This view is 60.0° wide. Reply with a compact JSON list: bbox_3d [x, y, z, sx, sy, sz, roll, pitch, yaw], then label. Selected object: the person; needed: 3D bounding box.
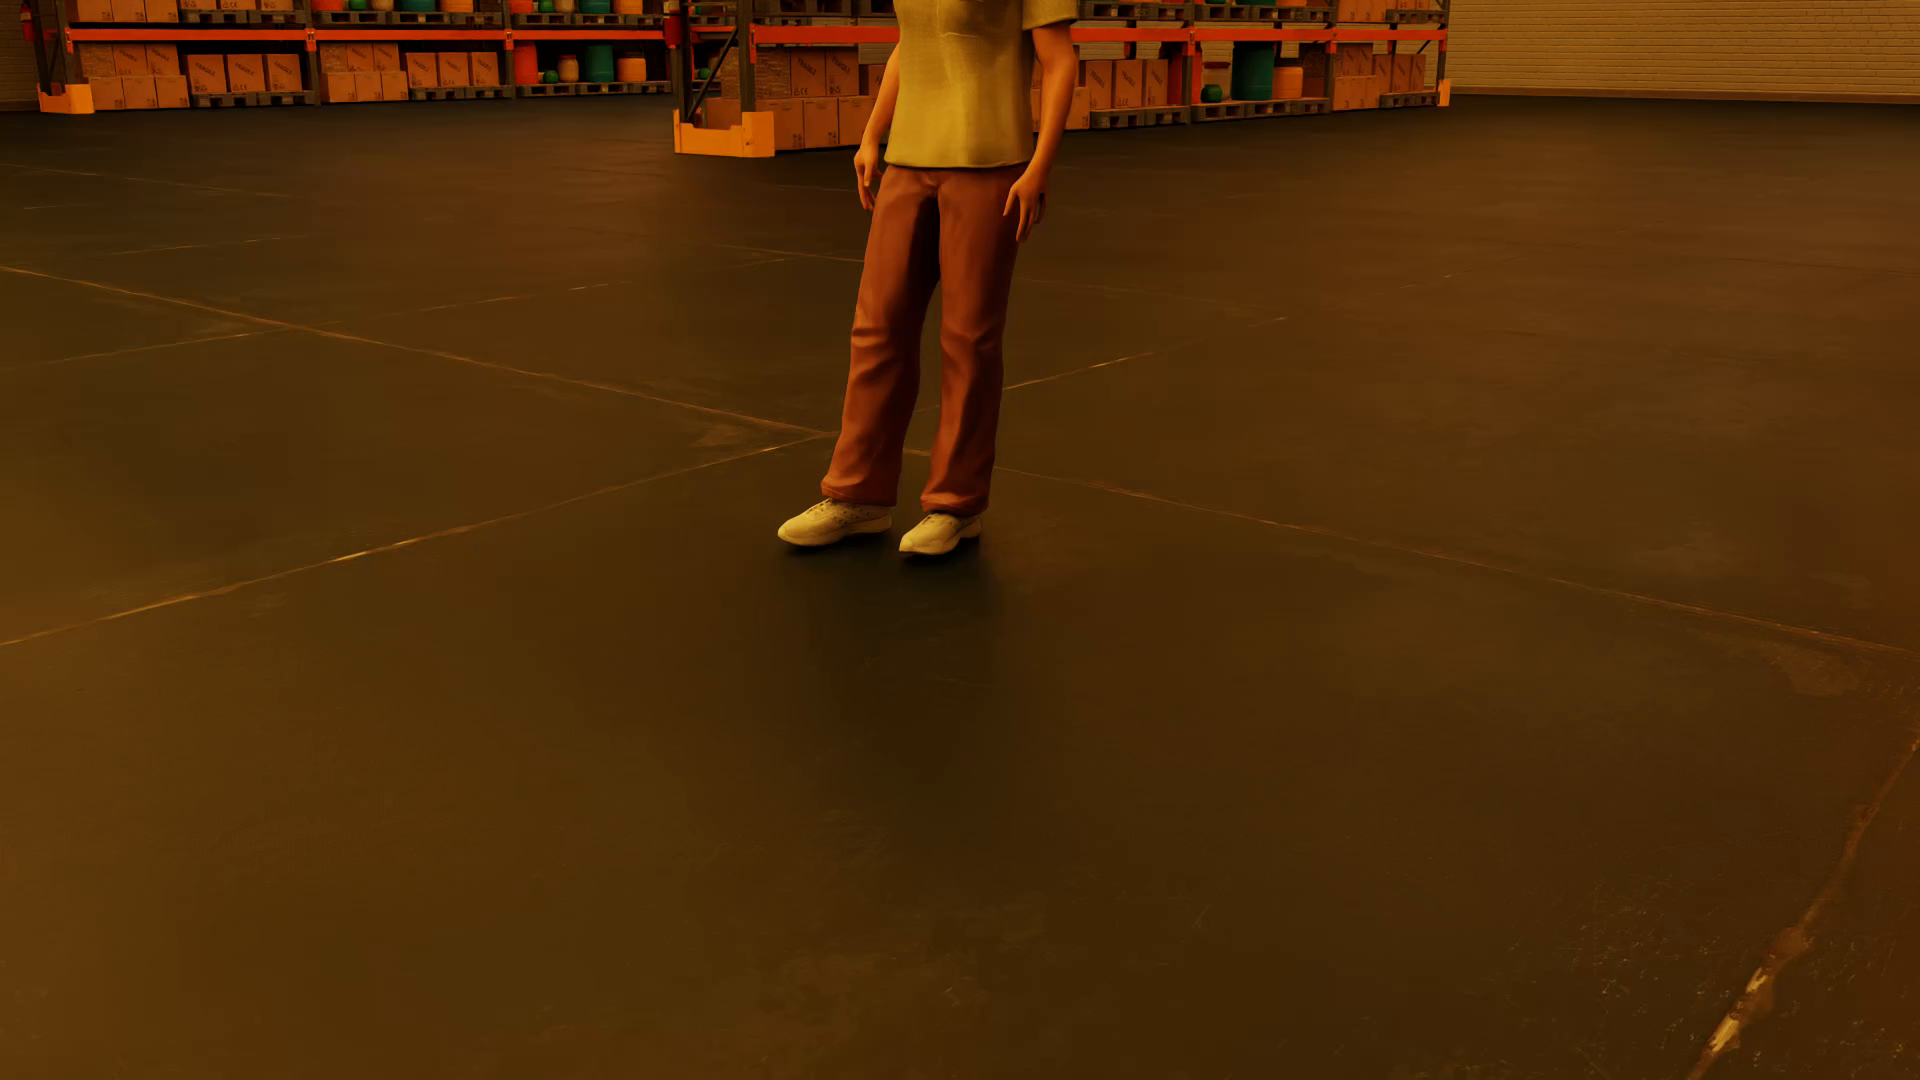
[{"bbox_3d":[-0.056,-0.794,3.649,0.553,1.673,0.548,13,21,37],"label":"person"}]
